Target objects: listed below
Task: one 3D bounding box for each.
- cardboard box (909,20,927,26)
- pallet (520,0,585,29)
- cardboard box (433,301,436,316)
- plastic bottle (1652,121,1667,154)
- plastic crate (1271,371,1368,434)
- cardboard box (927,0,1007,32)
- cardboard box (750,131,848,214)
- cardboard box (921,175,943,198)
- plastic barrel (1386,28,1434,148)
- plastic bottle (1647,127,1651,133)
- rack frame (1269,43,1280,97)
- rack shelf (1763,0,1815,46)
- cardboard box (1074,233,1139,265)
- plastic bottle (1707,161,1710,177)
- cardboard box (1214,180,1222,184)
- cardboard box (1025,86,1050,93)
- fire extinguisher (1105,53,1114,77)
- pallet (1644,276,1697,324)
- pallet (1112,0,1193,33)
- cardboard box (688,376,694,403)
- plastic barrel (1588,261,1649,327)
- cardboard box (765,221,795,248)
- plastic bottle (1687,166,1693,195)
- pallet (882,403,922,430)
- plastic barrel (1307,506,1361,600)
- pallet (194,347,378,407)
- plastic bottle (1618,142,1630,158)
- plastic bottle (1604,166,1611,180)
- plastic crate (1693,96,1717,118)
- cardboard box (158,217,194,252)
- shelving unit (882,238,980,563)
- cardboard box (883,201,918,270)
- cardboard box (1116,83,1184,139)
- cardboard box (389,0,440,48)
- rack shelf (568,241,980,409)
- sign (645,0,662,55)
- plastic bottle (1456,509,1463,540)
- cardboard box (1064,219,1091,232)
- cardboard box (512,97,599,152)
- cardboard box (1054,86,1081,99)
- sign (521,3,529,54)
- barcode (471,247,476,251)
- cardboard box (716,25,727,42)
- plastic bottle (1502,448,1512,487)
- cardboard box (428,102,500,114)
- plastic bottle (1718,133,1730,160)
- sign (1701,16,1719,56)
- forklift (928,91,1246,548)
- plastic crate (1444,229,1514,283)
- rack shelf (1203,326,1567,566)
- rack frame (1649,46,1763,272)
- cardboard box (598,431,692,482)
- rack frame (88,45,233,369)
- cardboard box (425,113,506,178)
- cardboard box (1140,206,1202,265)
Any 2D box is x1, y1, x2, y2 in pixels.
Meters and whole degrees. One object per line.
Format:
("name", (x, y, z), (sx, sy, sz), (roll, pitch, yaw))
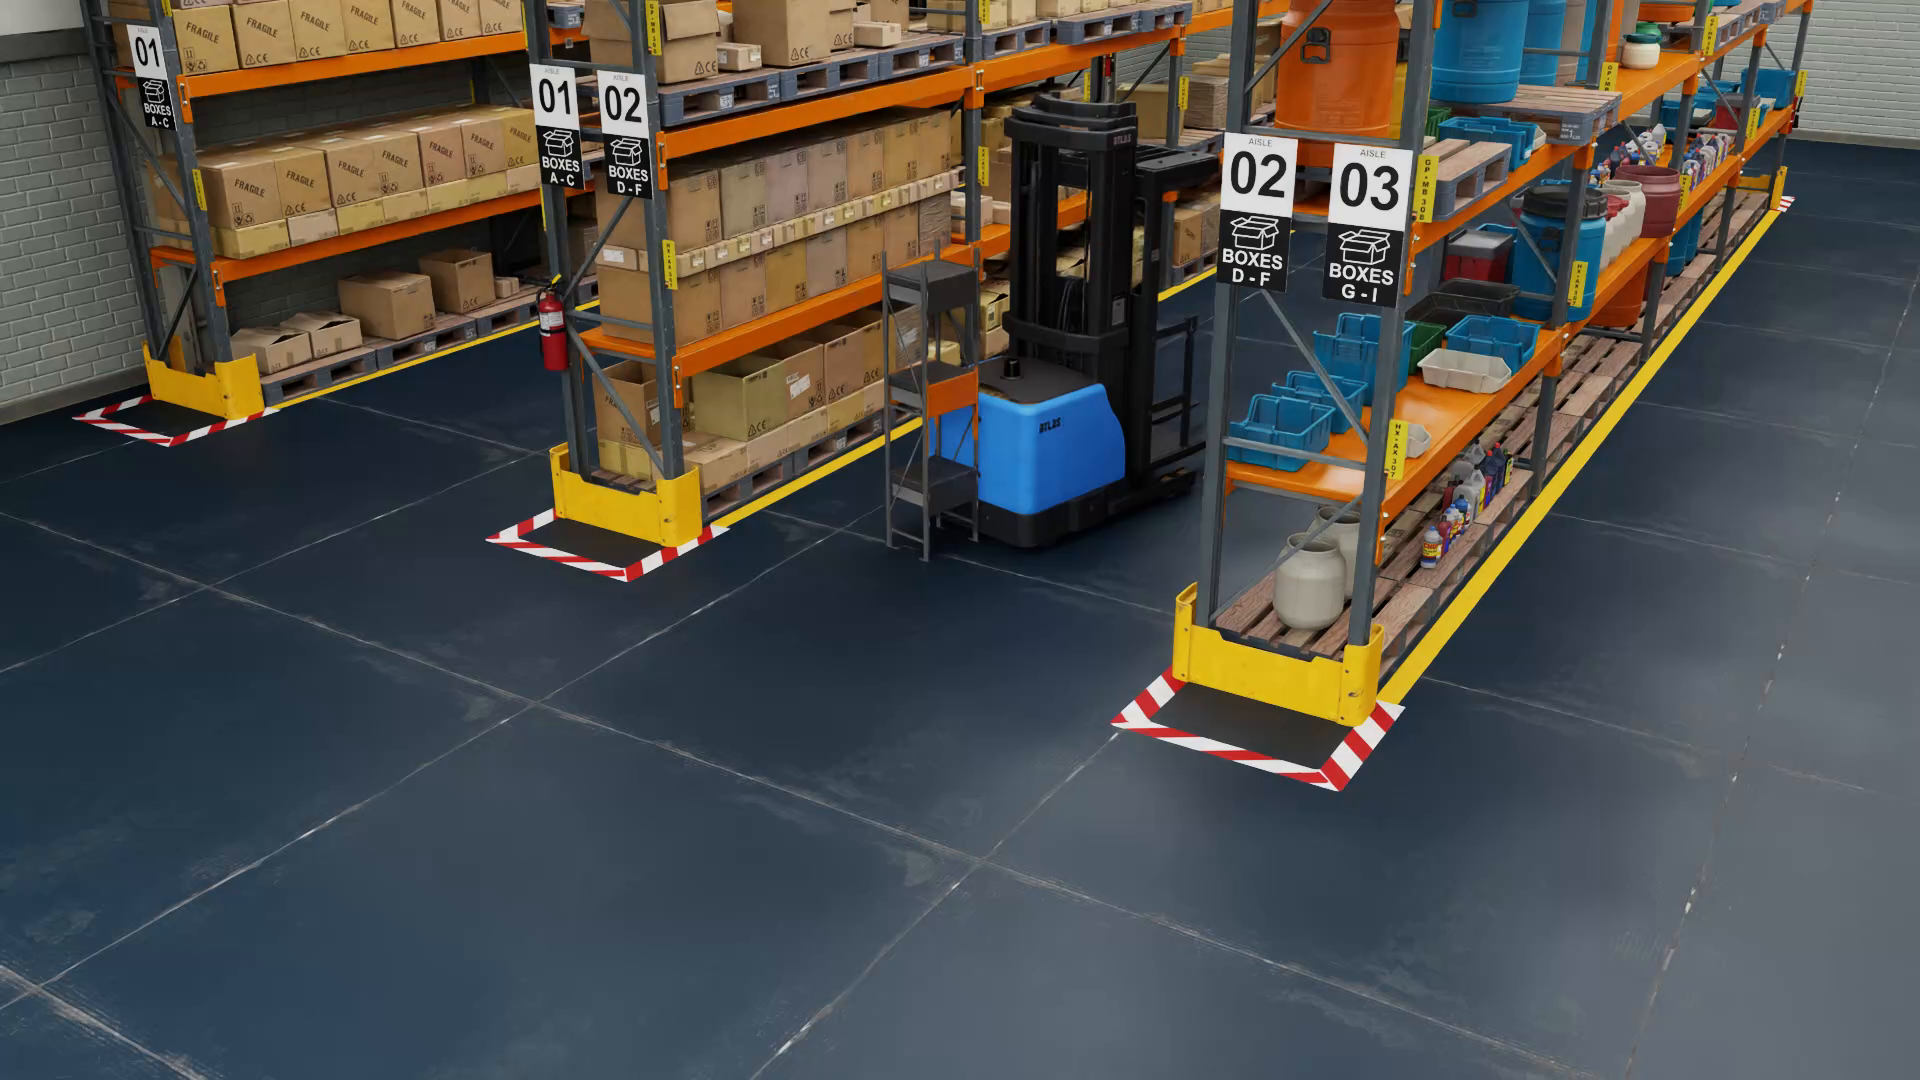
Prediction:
("cardboard box", (-0.571, -6.744, 22.082), (0.500, 0.250, 0.500), (15, 27, 30))
("pallet", (-4.068, -5.366, 16.830), (1.213, 0.211, 1.003), (14, 27, 29))
("cardboard box", (-5.345, -2.248, 16.201), (0.380, 0.149, 0.250), (12, 26, 25))
("plastic bottle", (7.670, -4.426, 18.261), (0.144, 0.351, 0.185), (14, 27, 29))
("plastic crate", (2.180, -0.845, 10.113), (0.499, 0.251, 0.408), (14, 27, 29))
("cardboard box", (0.059, -4.559, 14.390), (0.500, 0.250, 0.500), (17, 29, 34))
("cardboard box", (-1.297, -2.835, 12.764), (0.700, 0.500, 0.500), (14, 27, 29))
("cardboard box", (-0.367, -2.977, 13.908), (0.380, 0.149, 0.250), (13, 27, 28))
("plastic barrel", (2.316, -2.530, 9.278), (0.600, 0.588, 0.600), (0, 23, 0))
("plastic bottle", (7.526, -4.381, 18.240), (0.061, 0.283, 0.133), (14, 27, 29))
("rack frame", (3.946, -5.553, 20.801), (1.000, 3.000, 0.127), (14, 27, 29))
("rack shelf", (9.207, -6.235, 19.507), (1.077, 0.370, 4.000), (14, 27, 29))
("cardboard box", (1.500, -2.986, 17.098), (0.500, 0.311, 0.500), (13, 27, 28))
("plastic bottle", (7.651, -3.838, 17.090), (0.097, 0.201, 0.097), (0, 23, 0))
("cardboard box", (2.942, -4.146, 20.144), (0.500, 0.500, 0.500), (14, 27, 30))
("cardboard box", (1.191, -6.939, 25.804), (0.380, 0.149, 0.250), (14, 27, 29))
("fire extinguisher", (2.317, -7.687, 26.299), (0.296, 0.674, 0.183), (14, 27, 29))
("pallet", (7.067, -2.569, 17.418), (1.003, 0.211, 1.213), (14, 27, 29))
("pallet", (1.554, -5.245, 16.552), (1.213, 0.211, 1.003), (15, 28, 31))
("cardboard box", (-1.839, -1.362, 13.108), (0.500, 0.500, 0.500), (14, 27, 29))
("plastic barrel", (6.286, -2.529, 16.019), (0.600, 0.830, 0.708), (14, 27, 29))
("cardboard box", (-1.451, -2.282, 12.304), (0.380, 0.149, 0.250), (13, 27, 27))
("plastic bottle", (7.117, -3.528, 16.286), (0.097, 0.271, 0.097), (0, 23, 0))
("pallet", (-0.729, -1.314, 14.518), (1.003, 0.211, 1.213), (14, 27, 29))
("plastic barrel", (2.369, 0.078, 10.397), (0.421, 0.512, 0.421), (0, 23, 0))
("pallet", (-6.096, -1.552, 15.070), (1.003, 0.211, 1.213), (14, 27, 29))
("plastic bottle", (6.783, -3.905, 17.057), (0.144, 0.351, 0.185), (14, 27, 29))
("plastic bottle", (6.451, -3.641, 16.636), (0.097, 0.201, 0.097), (0, 23, 0))
("plastic crate", (8.999, -5.254, 20.247), (0.416, 0.233, 0.300), (14, 27, 29))
("cardboard box", (-6.512, -2.678, 14.325), (0.500, 0.250, 0.500), (14, 27, 30))
("shelving unit", (-0.191, -0.931, 11.258), (0.431, 2.100, 0.503), (21, 31, 40))
("cardboard box", (-0.775, -2.568, 13.781), (0.700, 0.500, 0.500), (14, 27, 28))
("cardboard box", (2.072, -4.678, 18.125), (0.700, 0.500, 0.500), (5, 24, 11))
("cardboard box", (-5.078, -4.736, 14.988), (0.500, 0.500, 0.500), (13, 26, 27))
("rack shelf", (-1.329, -1.848, 13.148), (1.077, 0.370, 4.000), (14, 27, 29))
("sign", (-1.916, -3.198, 10.387), (0.100, 0.325, 0.005), (14, 27, 29))
("plastic bottle", (3.329, -0.111, 11.199), (0.097, 0.201, 0.097), (0, 23, 0))
("cardboard box", (1.310, -3.276, 17.768), (0.500, 0.311, 0.500), (15, 28, 31))
("cardboard box", (-4.187, -4.302, 17.232), (0.700, 0.500, 0.500), (14, 27, 29))
("cardboard box", (1.648, -6.944, 25.817), (0.380, 0.149, 0.250), (14, 27, 28))
("sign", (-2.838, -3.368, 10.963), (0.100, 0.325, 0.005), (14, 27, 29))
("barcode", (-4.973, -2.959, 17.000), (0.001, 0.075, 0.075), (14, 27, 29))
("cardboard box", (-2.001, -3.511, 11.794), (0.500, 0.250, 0.500), (14, 27, 29))
("plastic bottle", (3.959, -0.537, 12.081), (0.061, 0.283, 0.133), (15, 28, 32))
("cardboard box", (-4.910, -4.059, 16.571), (0.500, 0.500, 0.500), (13, 27, 28))
("plastic bottle", (8.219, -4.256, 17.961), (0.152, 0.276, 0.135), (14, 27, 29))
("sign", (6.513, -4.379, 14.446), (0.100, 0.325, 0.005), (14, 27, 29))
("forklift", (1.142, -1.784, 12.181), (1.130, 2.935, 3.031), (21, 31, 40))
("plastic crate", (3.928, -2.070, 12.676), (0.402, 0.464, 0.583), (14, 27, 29))
("rack shelf", (2.877, -0.808, 10.747), (1.077, 0.370, 4.000), (14, 27, 29))
("rack frame", (8.152, -4.514, 18.401), (1.000, 3.000, 0.127), (14, 27, 29))
("cardboard box", (-2.352, -0.677, 12.470), (0.500, 0.250, 0.500), (14, 27, 29))
("rack frame", (-6.594, -2.540, 13.841), (1.000, 3.000, 0.127), (14, 27, 29))
("cardboard box", (-4.729, -3.780, 15.926), (0.500, 0.500, 0.500), (14, 27, 29))
("cardboard box", (2.319, -3.351, 18.308), (0.500, 0.500, 0.500), (15, 28, 31))
